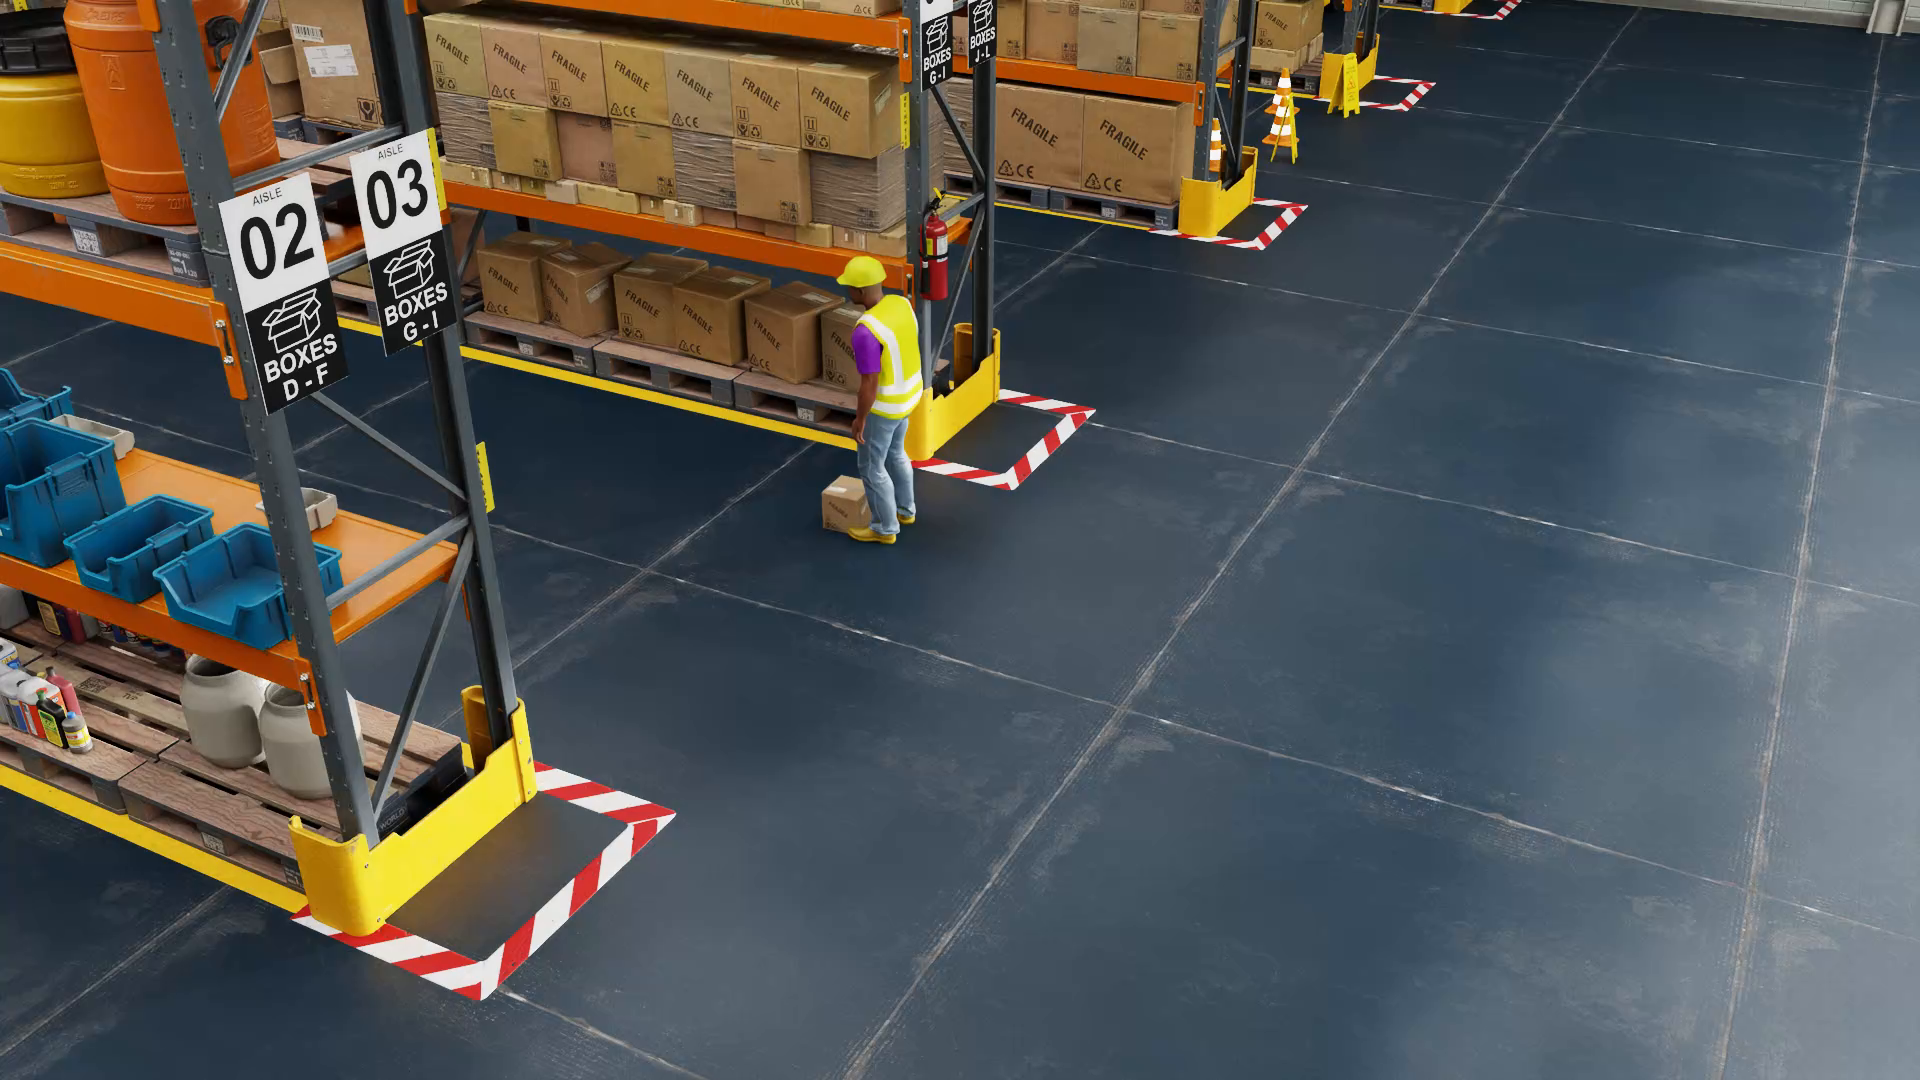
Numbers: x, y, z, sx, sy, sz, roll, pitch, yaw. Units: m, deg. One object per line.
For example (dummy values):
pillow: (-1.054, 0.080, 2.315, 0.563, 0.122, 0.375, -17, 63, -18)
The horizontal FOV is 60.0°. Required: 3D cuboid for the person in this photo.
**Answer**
person: (-0.465, -0.817, 9.697, 0.463, 1.759, 0.626, 13, 32, 21)
